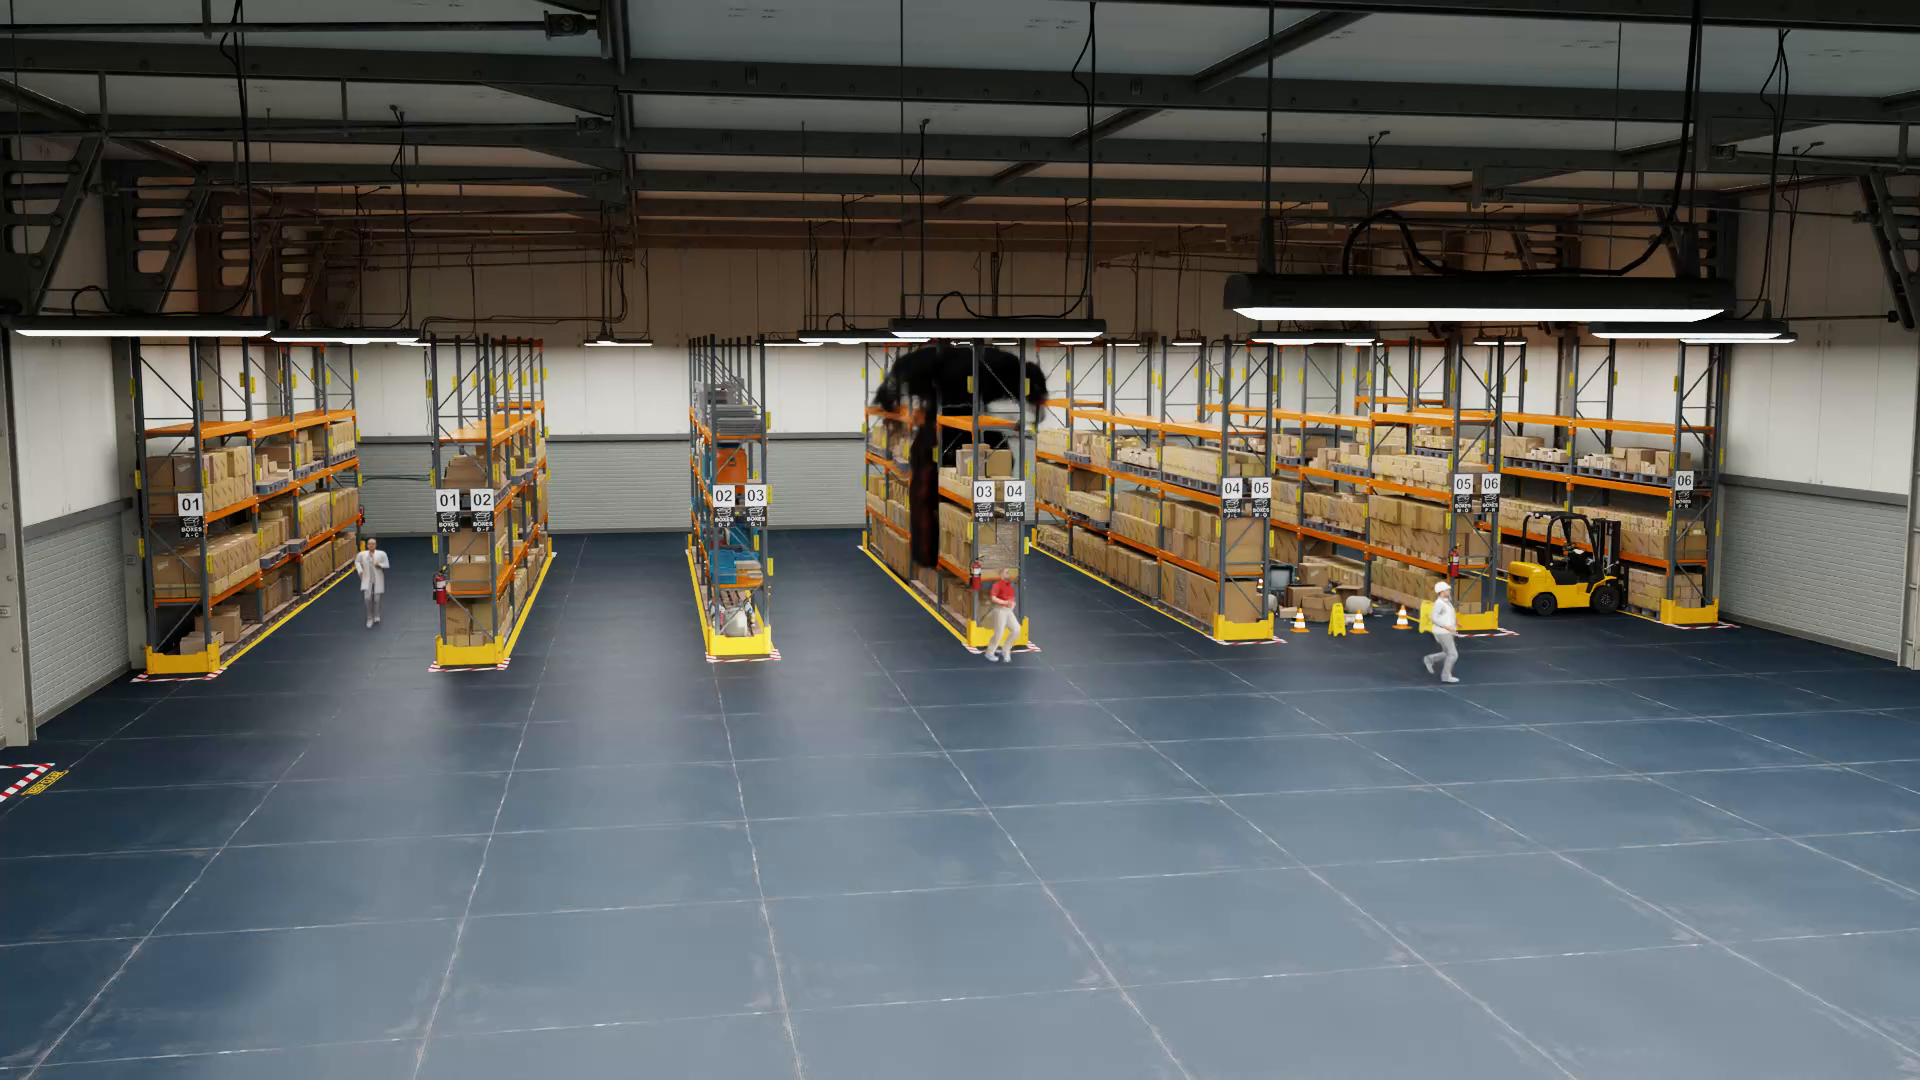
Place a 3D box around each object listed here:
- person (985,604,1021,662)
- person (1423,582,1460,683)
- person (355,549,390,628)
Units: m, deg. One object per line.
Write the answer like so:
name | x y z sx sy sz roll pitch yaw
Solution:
person | 0.787 1.726 30.607 0.610 1.091 0.430 5 8 38
person | 8.318 1.583 28.706 0.668 1.725 0.447 4 8 30
person | -12.207 0.998 34.586 0.682 1.614 0.709 -2 7 -18
